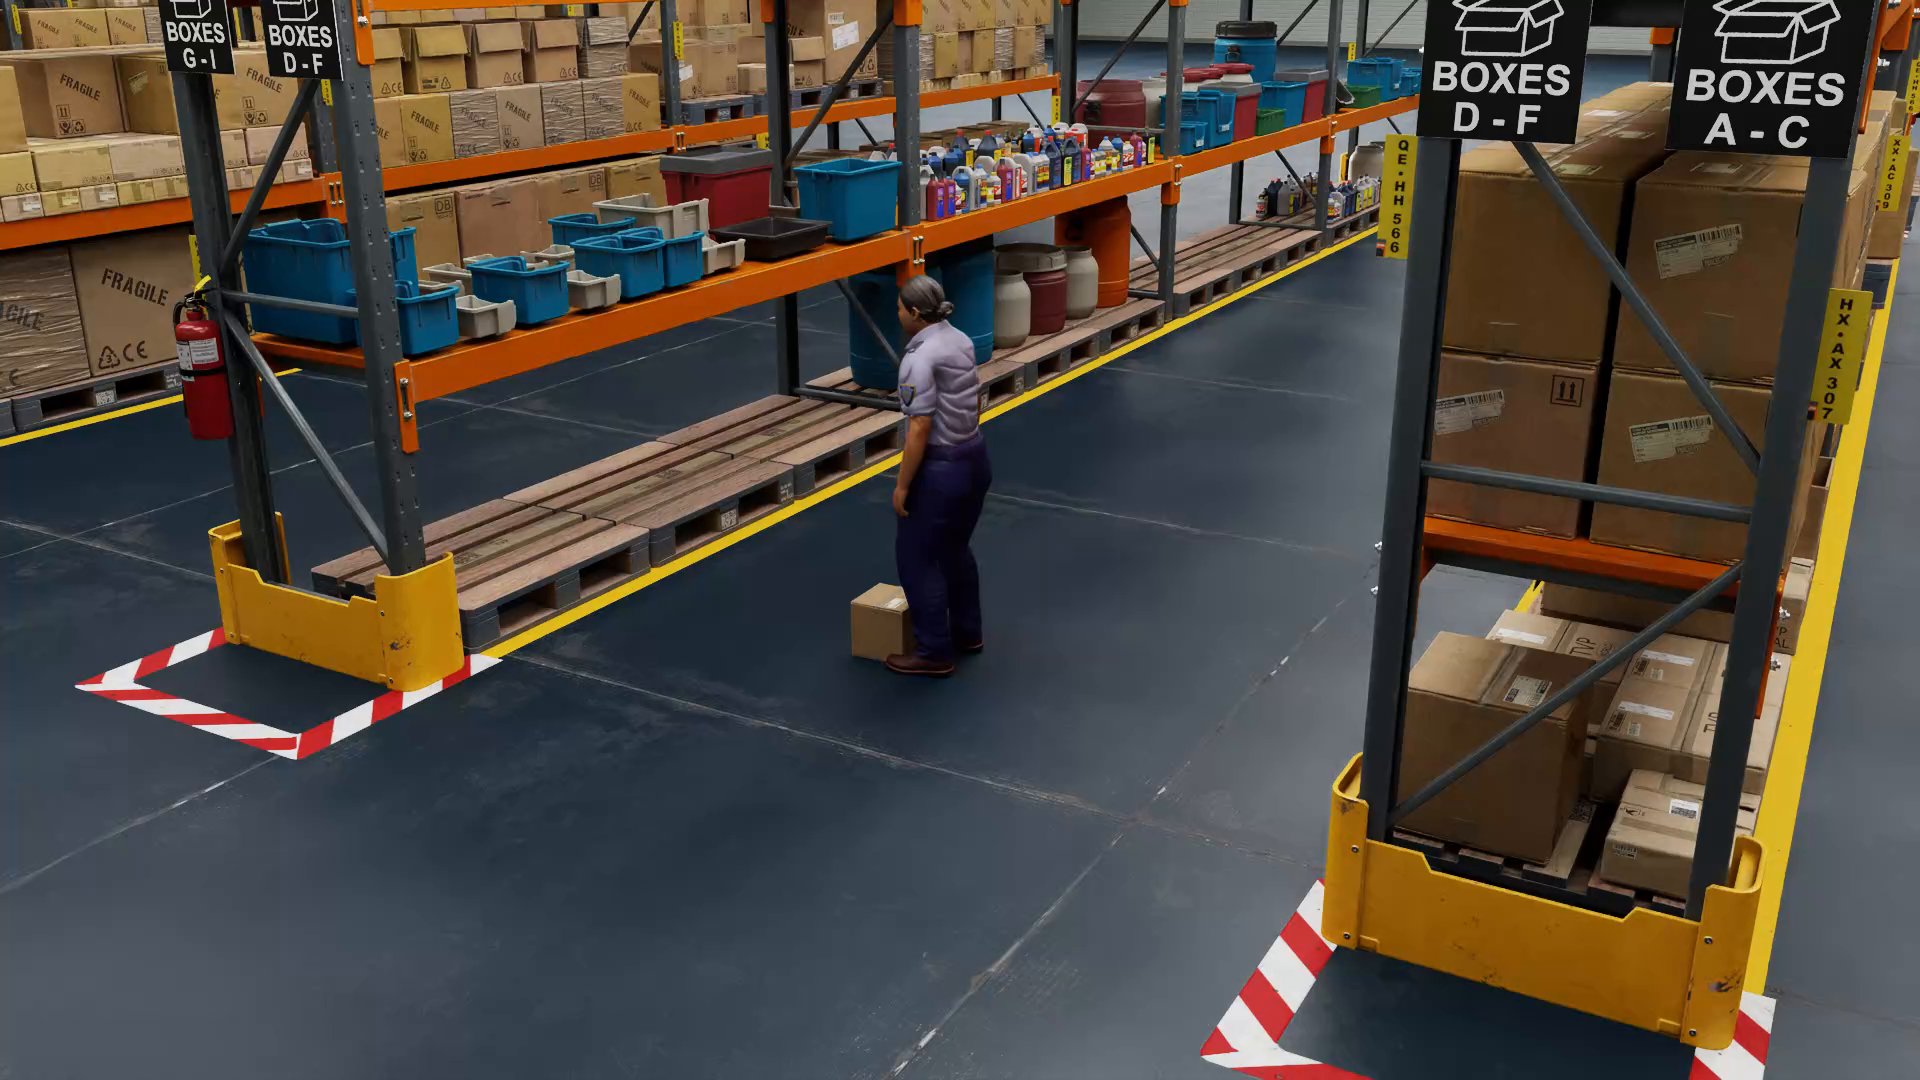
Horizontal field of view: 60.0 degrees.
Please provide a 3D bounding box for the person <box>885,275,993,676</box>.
[{"bbox_3d":[-0.085,-0.258,6.829,0.370,1.638,0.539,11,22,28],"label":"person"}]
